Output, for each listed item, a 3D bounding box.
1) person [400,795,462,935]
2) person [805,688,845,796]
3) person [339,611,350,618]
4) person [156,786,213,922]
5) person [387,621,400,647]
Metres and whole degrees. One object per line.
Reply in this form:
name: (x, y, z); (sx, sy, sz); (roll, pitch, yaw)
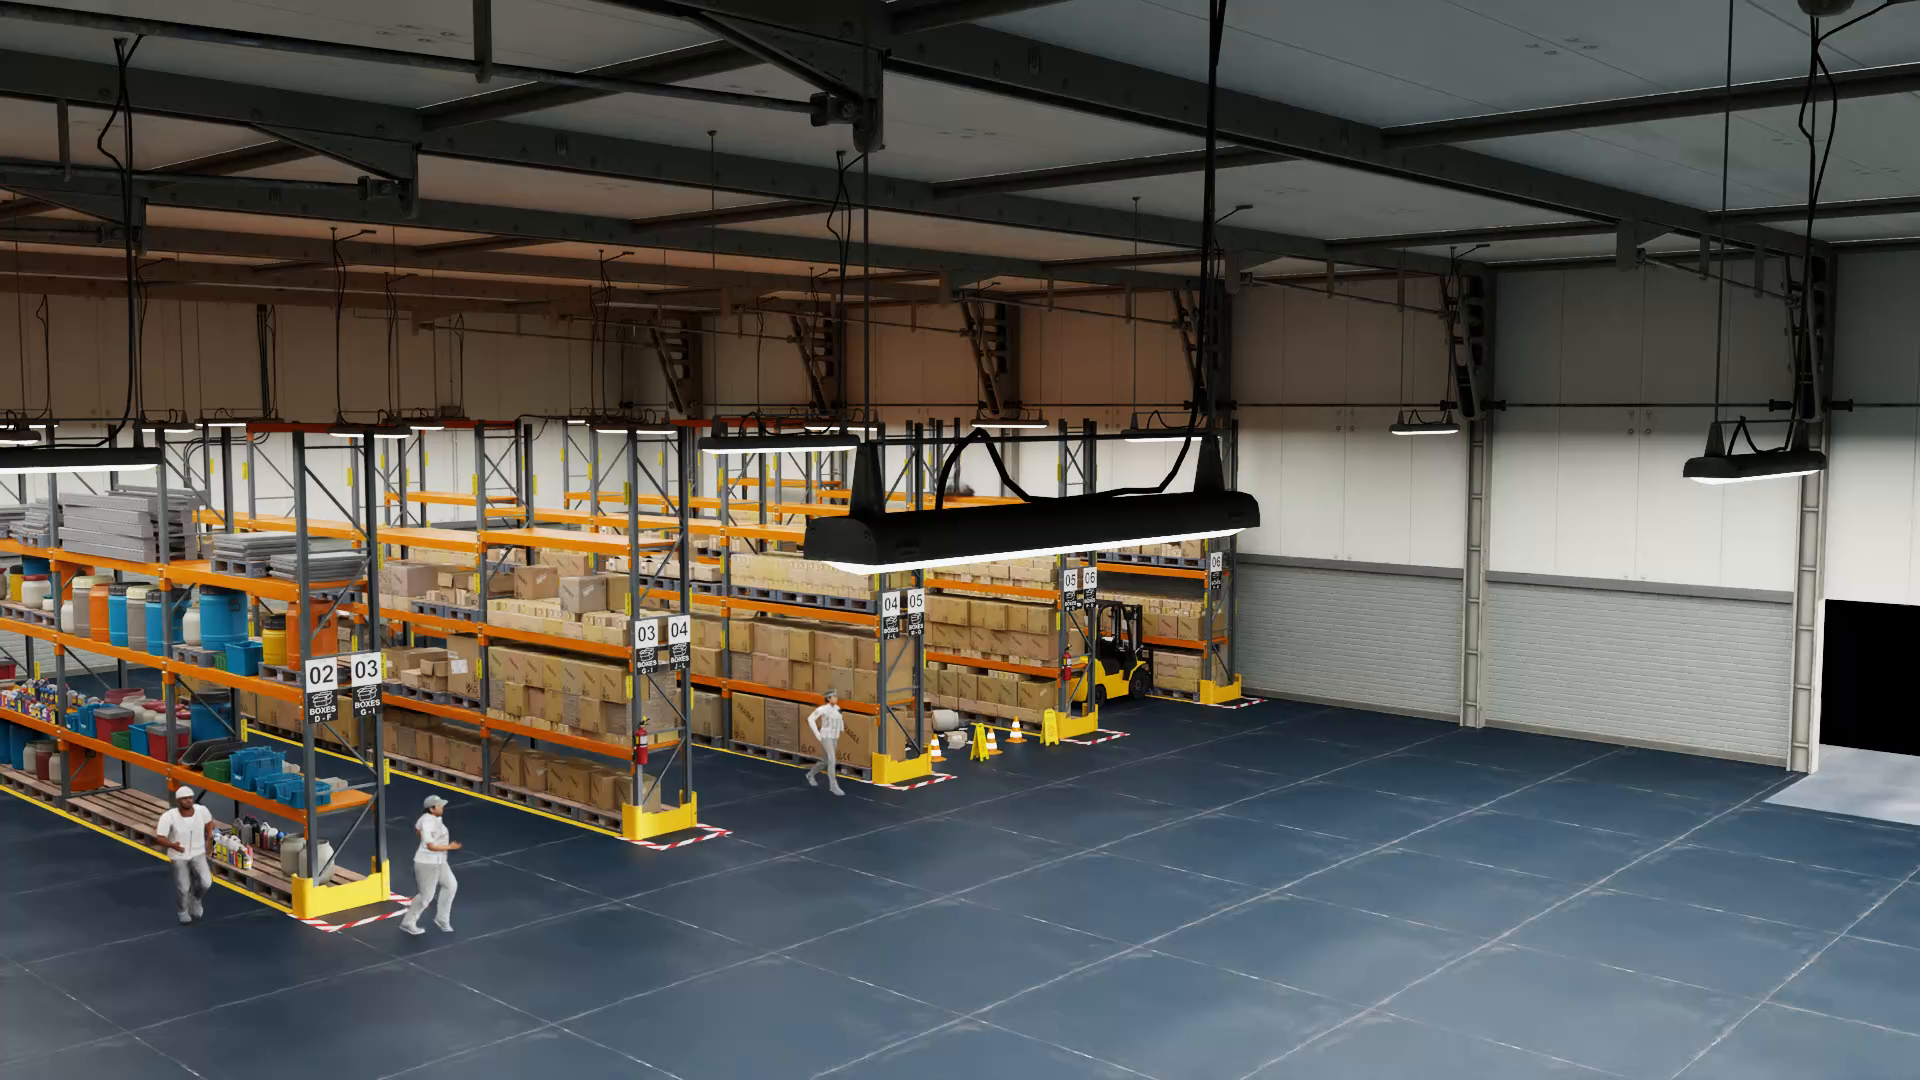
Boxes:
person: (-6.309, 3.903, 19.849); (0.731, 1.743, 0.620); (-1, 5, -9)
person: (-2.136, 3.267, 27.217); (0.901, 1.689, 0.635); (3, 6, 36)
person: (-13.855, 2.438, 37.328); (0.699, 1.715, 0.593); (-1, 5, -14)
person: (-9.352, 3.823, 20.170); (0.704, 1.707, 0.676); (-4, 6, -41)
person: (-13.689, 2.281, 39.940); (0.816, 1.552, 0.583); (-1, 5, -6)
